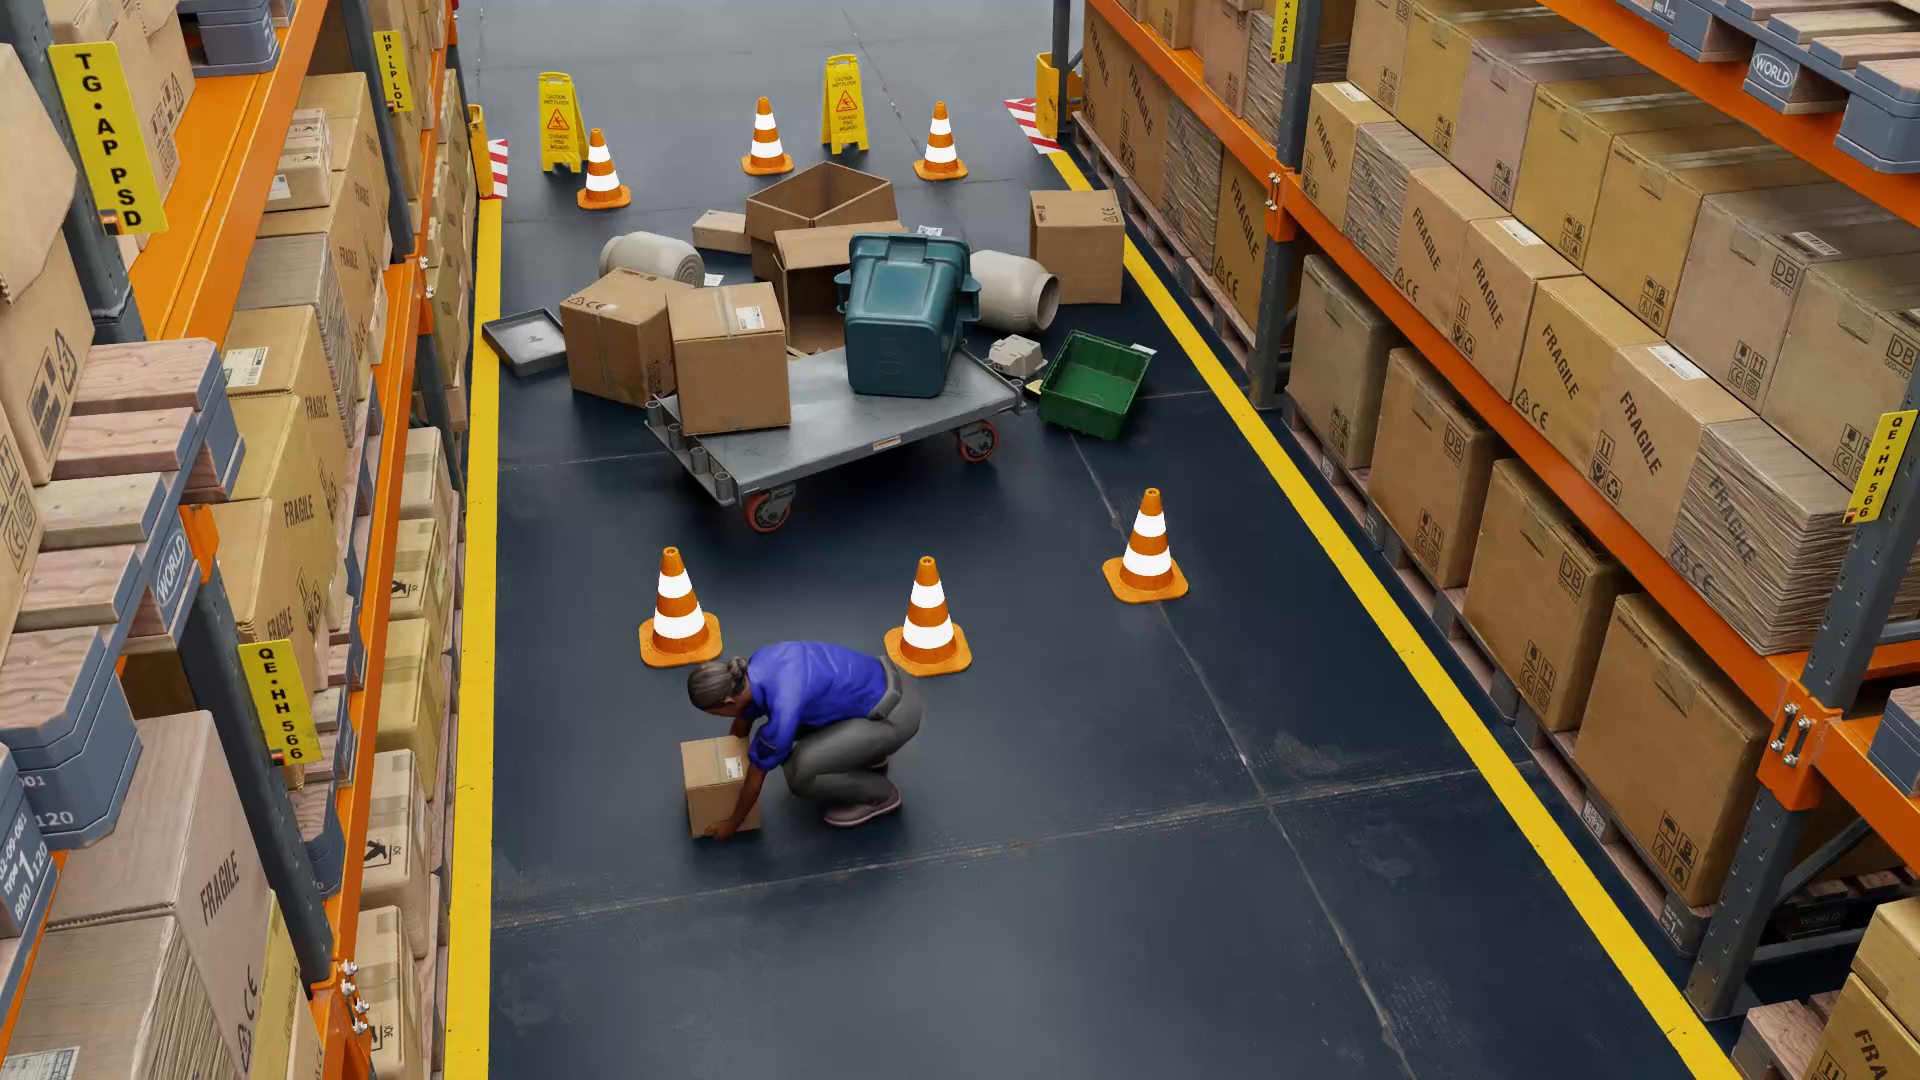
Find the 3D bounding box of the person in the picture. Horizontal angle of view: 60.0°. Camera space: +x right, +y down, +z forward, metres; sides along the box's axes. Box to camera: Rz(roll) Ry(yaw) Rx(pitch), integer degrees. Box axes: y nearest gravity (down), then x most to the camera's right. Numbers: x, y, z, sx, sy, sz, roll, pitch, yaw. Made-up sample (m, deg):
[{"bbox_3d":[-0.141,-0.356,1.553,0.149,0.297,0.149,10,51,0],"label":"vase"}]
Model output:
[{"bbox_3d":[-0.553,0.685,6.018,0.846,0.798,0.473,-8,35,-11],"label":"person"}]
